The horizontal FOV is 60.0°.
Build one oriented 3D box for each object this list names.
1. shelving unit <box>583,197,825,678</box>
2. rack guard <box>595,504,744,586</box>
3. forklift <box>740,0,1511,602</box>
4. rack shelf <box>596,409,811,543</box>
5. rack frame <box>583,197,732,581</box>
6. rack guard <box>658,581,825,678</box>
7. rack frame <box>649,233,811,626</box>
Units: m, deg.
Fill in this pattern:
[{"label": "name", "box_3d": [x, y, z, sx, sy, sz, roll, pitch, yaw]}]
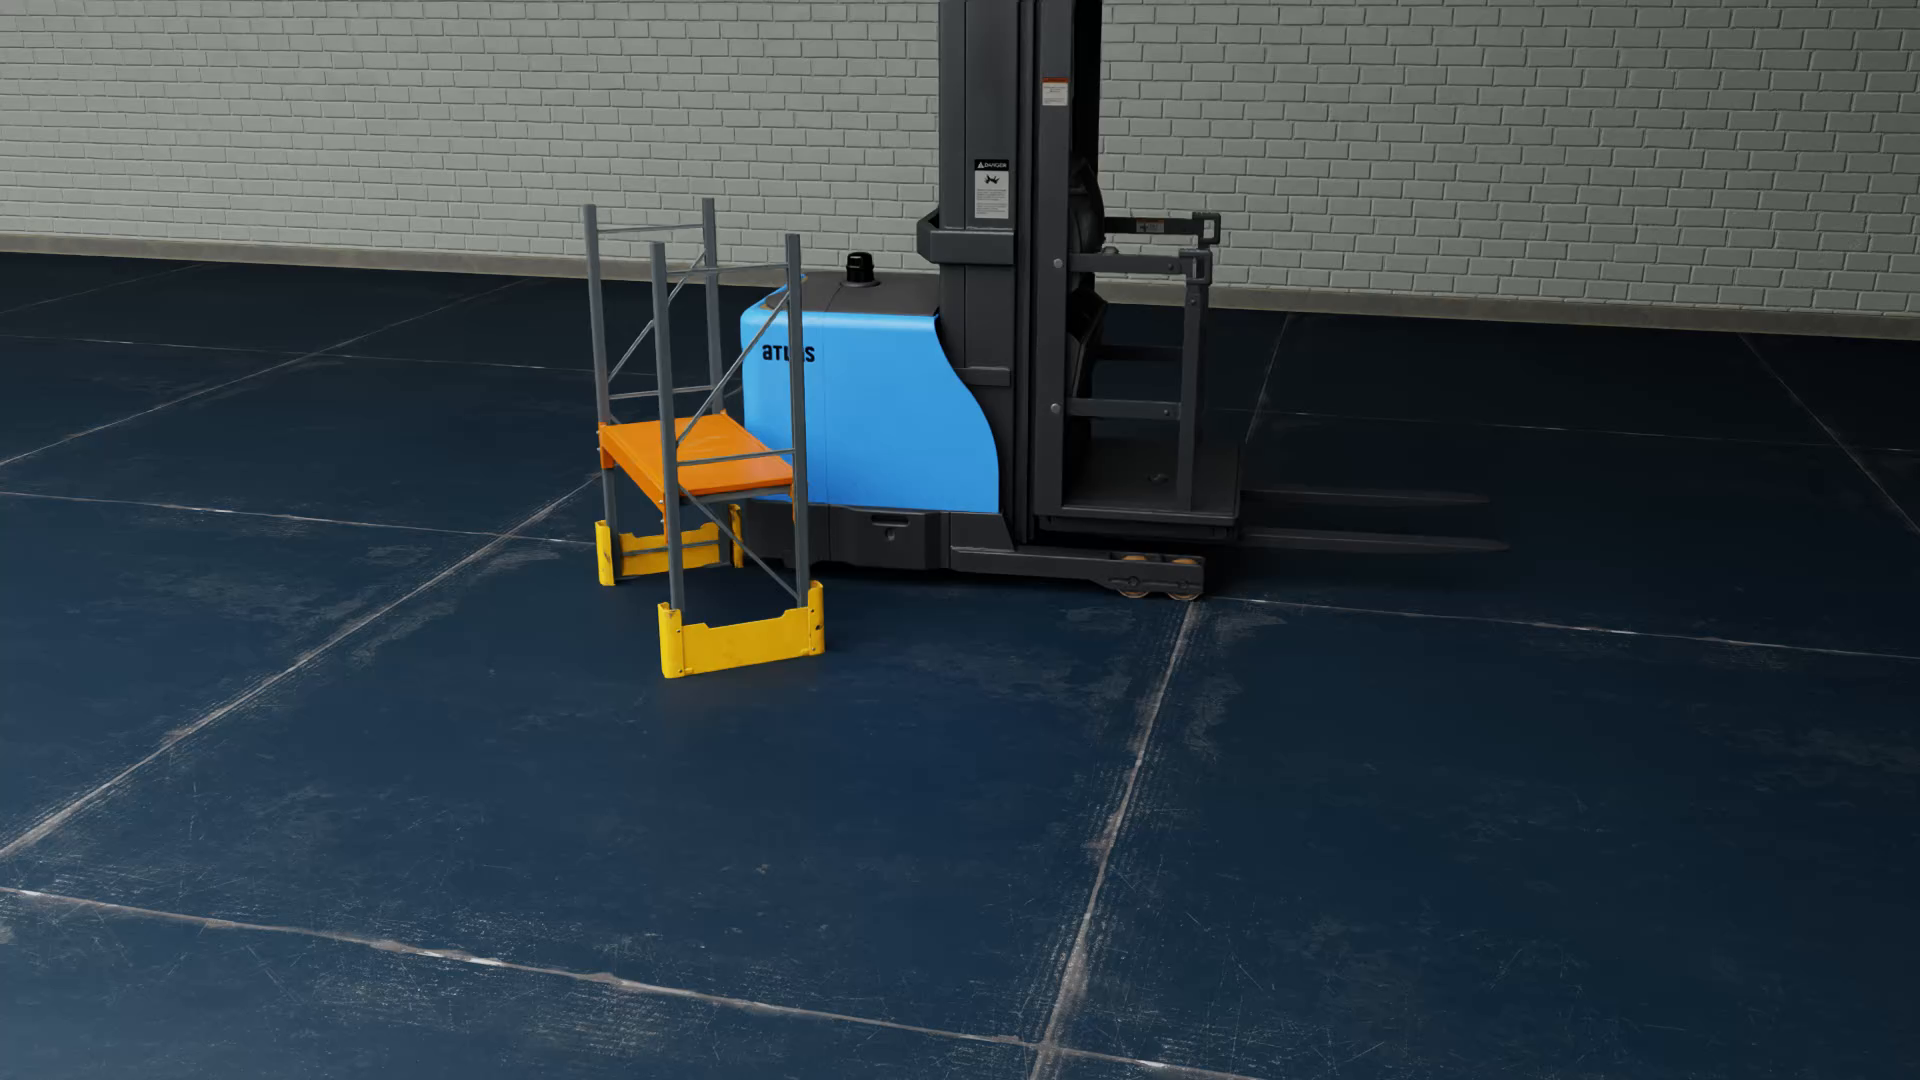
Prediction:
[{"label": "shelving unit", "box_3d": [-0.970, -0.426, 6.114, 0.587, 1.500, 1.083, -8, 21, -23]}, {"label": "rack guard", "box_3d": [-1.173, 0.019, 6.746, 0.587, 0.250, 0.087, -8, 21, -23]}, {"label": "forklift", "box_3d": [0.688, -1.333, 6.556, 3.031, 2.935, 1.130, 3, 19, 10]}, {"label": "rack shelf", "box_3d": [-0.974, -0.258, 6.180, 0.538, 0.185, 1.000, -8, 21, -23]}, {"label": "rack frame", "box_3d": [-1.181, -0.579, 6.561, 0.500, 1.500, 0.032, -8, 21, -23]}, {"label": "rack guard", "box_3d": [-0.767, 0.313, 5.886, 0.587, 0.250, 0.087, -8, 21, -23]}, {"label": "rack frame", "box_3d": [-0.767, -0.278, 5.683, 0.500, 1.500, 0.032, -8, 21, -23]}]
